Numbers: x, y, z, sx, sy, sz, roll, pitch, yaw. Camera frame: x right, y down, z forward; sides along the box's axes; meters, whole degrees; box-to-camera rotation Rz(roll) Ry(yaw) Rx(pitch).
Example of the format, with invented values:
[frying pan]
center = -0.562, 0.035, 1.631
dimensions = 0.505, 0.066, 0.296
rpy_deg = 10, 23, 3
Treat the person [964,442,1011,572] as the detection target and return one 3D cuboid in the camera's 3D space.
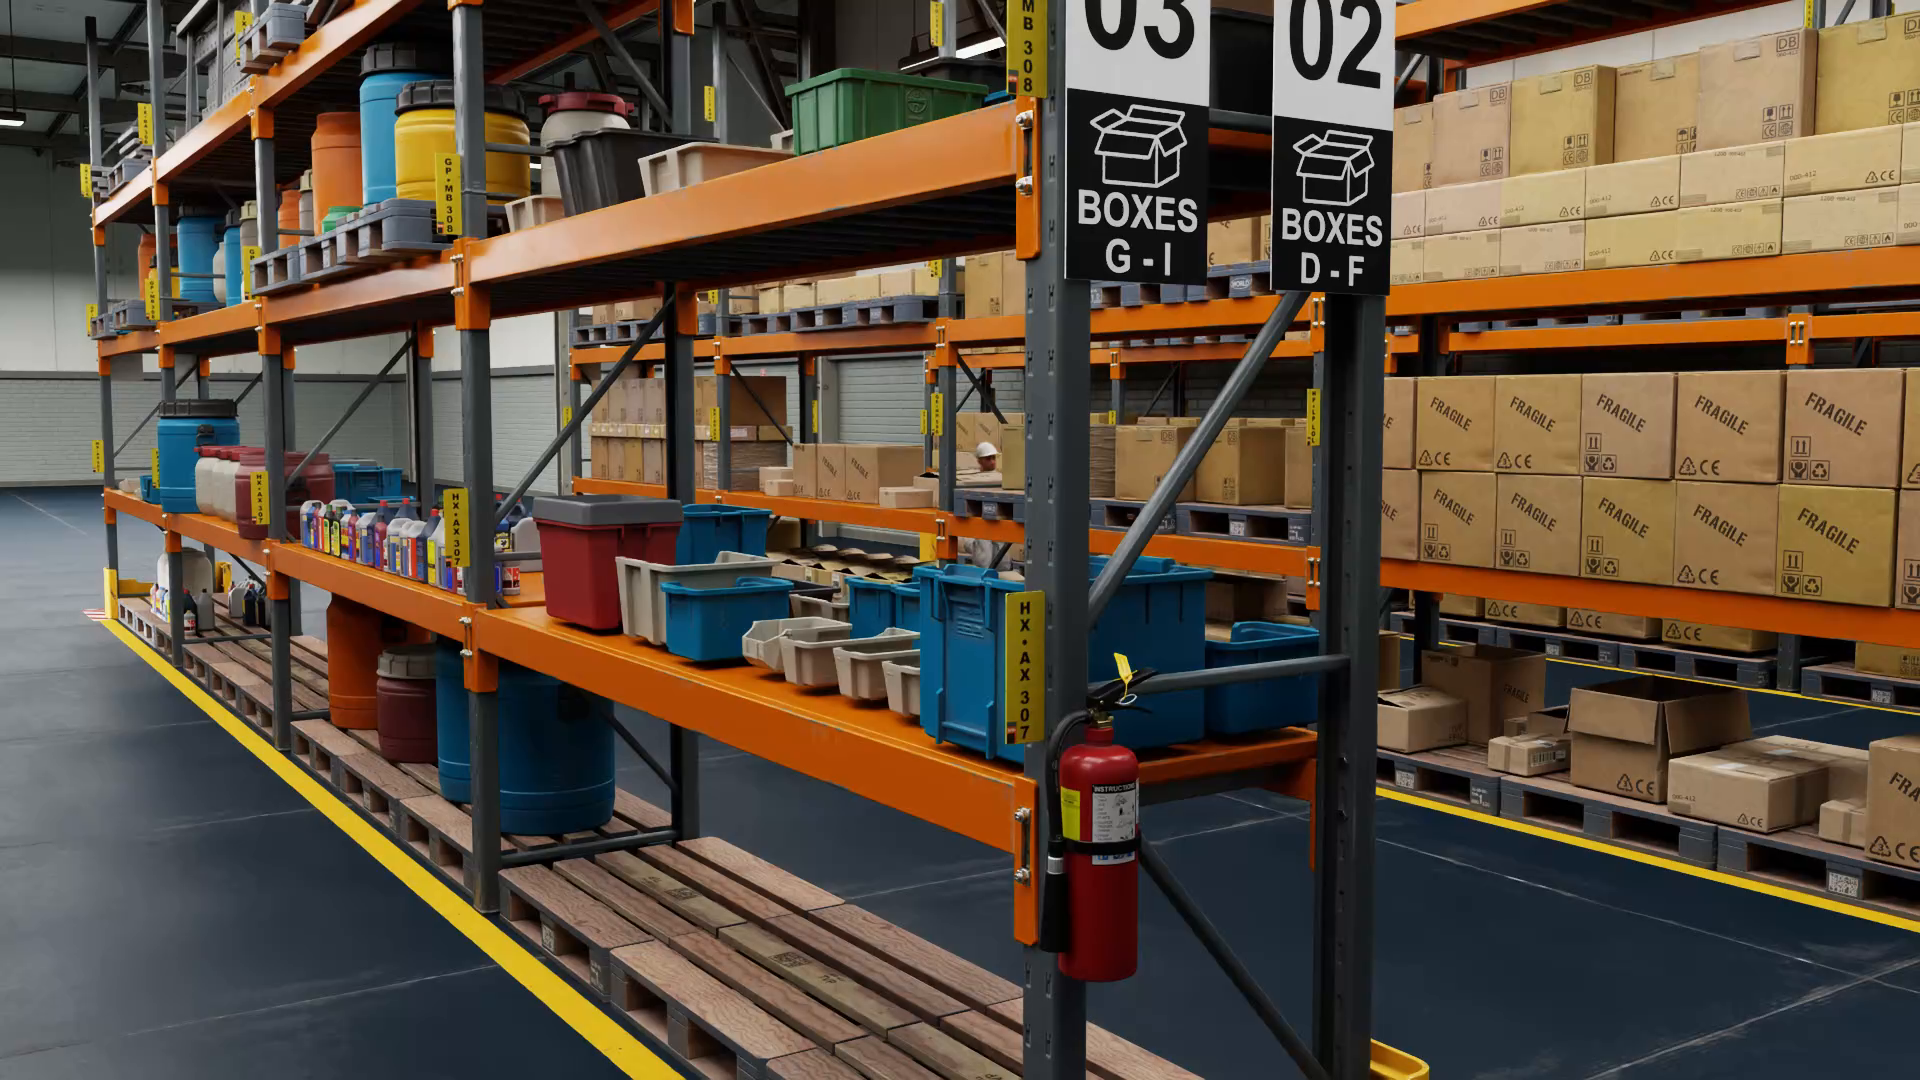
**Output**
[person]
center = 0.228, -0.069, 16.265
dimensions = 0.592, 1.783, 0.606
rpy_deg = 4, 6, 44
